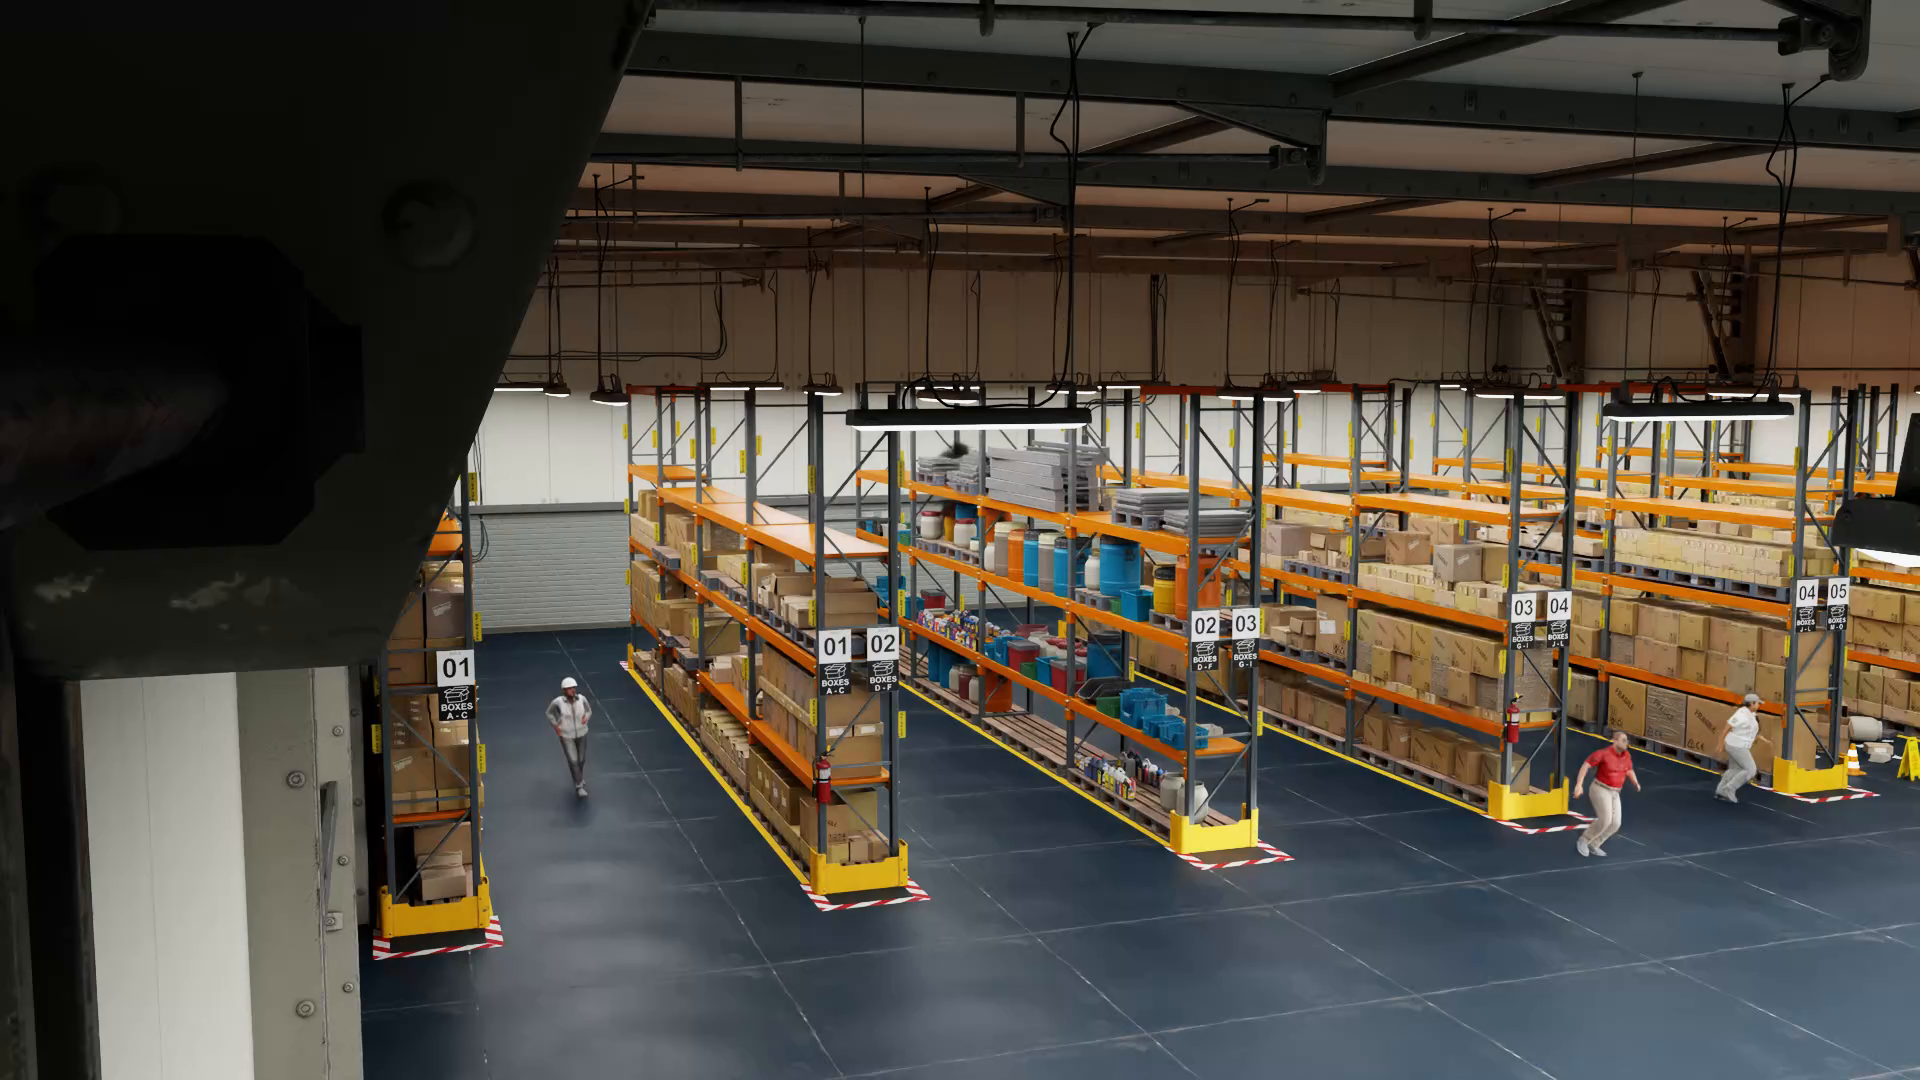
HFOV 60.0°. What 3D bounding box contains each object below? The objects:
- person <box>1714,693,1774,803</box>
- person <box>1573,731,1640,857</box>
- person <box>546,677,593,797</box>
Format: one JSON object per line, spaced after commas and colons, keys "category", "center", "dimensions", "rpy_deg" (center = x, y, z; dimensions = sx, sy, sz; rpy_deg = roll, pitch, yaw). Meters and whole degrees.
{"category": "person", "center": [11.419, 3.026, 24.214], "dimensions": [0.742, 1.607, 0.587], "rpy_deg": [4, 7, 34]}
{"category": "person", "center": [8.452, 3.321, 21.584], "dimensions": [0.893, 1.663, 0.606], "rpy_deg": [-4, 7, -33]}
{"category": "person", "center": [-5.779, 2.893, 24.715], "dimensions": [0.660, 1.748, 0.845], "rpy_deg": [-4, 7, -33]}
